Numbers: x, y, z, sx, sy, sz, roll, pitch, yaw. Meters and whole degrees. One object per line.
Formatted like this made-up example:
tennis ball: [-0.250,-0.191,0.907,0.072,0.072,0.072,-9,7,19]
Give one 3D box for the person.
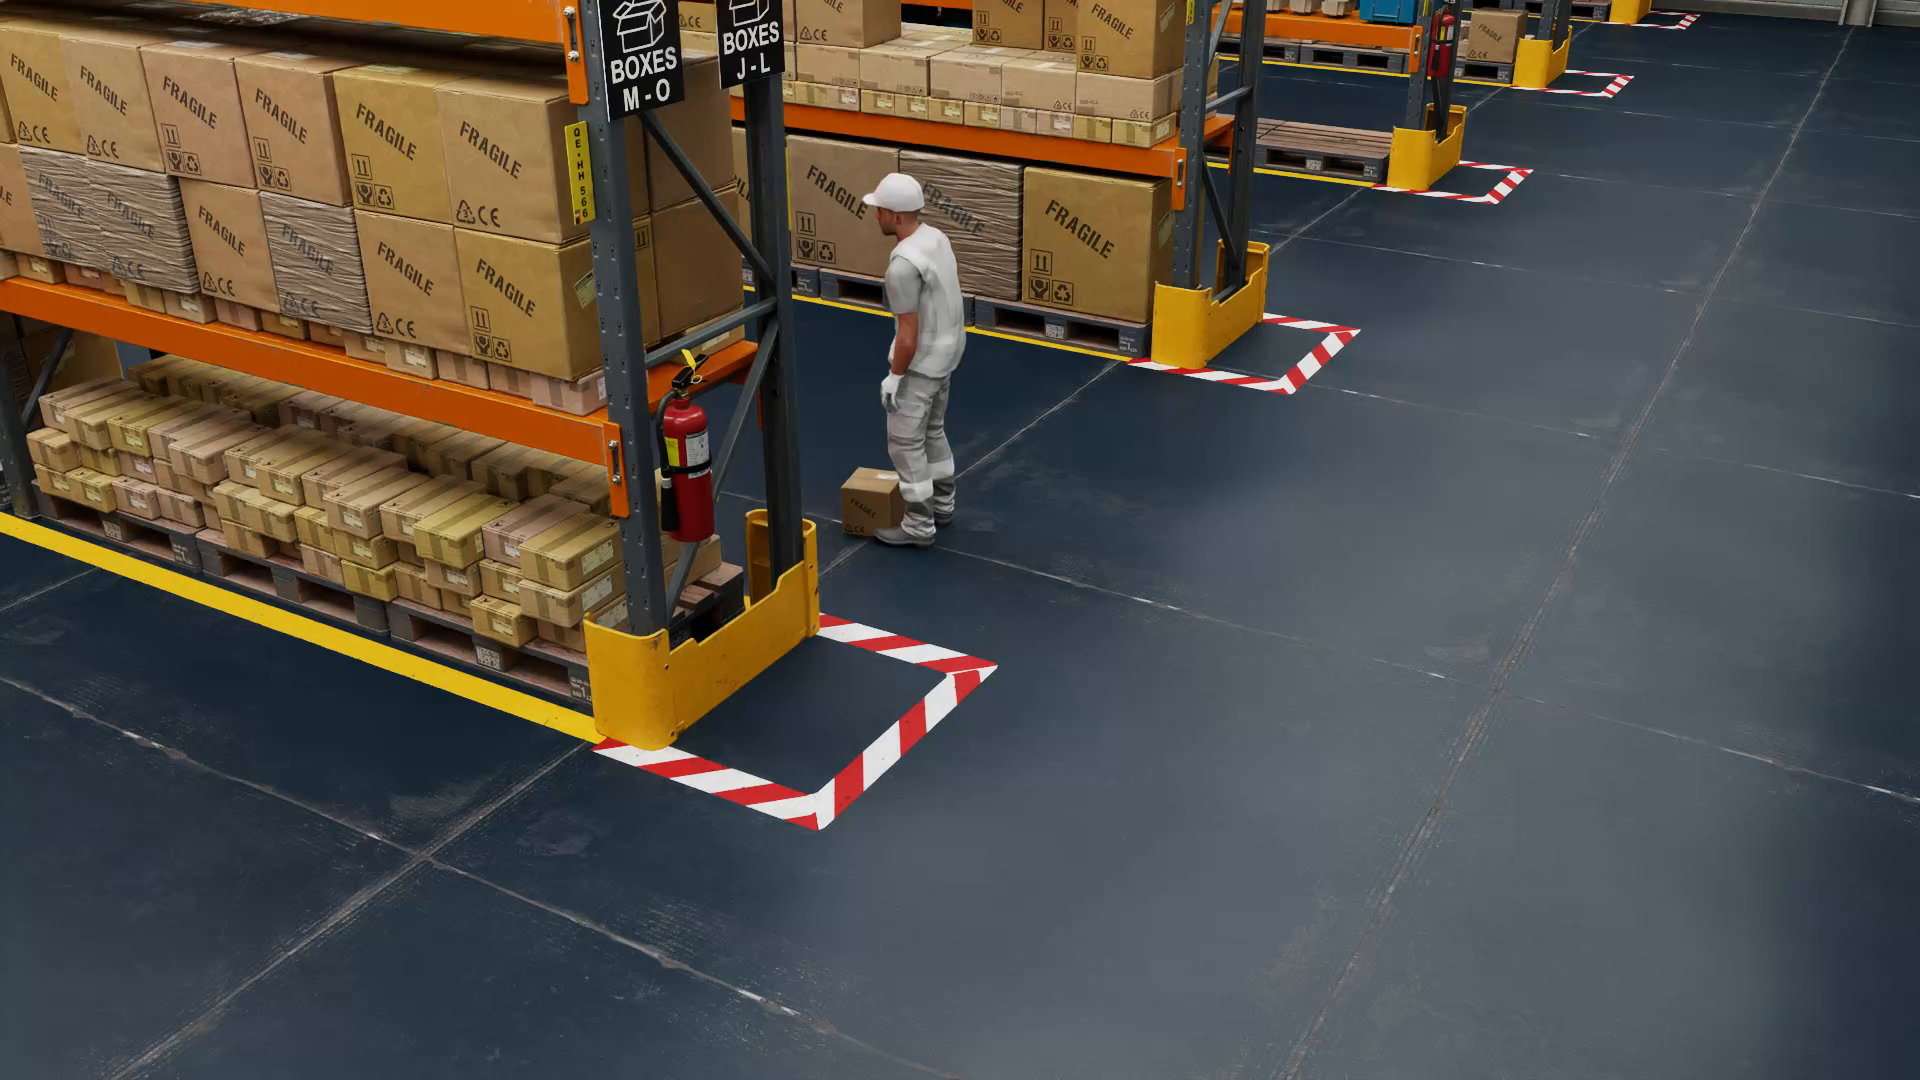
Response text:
person: [-0.210,-0.827,7.770,0.448,1.780,0.619,9,28,17]
